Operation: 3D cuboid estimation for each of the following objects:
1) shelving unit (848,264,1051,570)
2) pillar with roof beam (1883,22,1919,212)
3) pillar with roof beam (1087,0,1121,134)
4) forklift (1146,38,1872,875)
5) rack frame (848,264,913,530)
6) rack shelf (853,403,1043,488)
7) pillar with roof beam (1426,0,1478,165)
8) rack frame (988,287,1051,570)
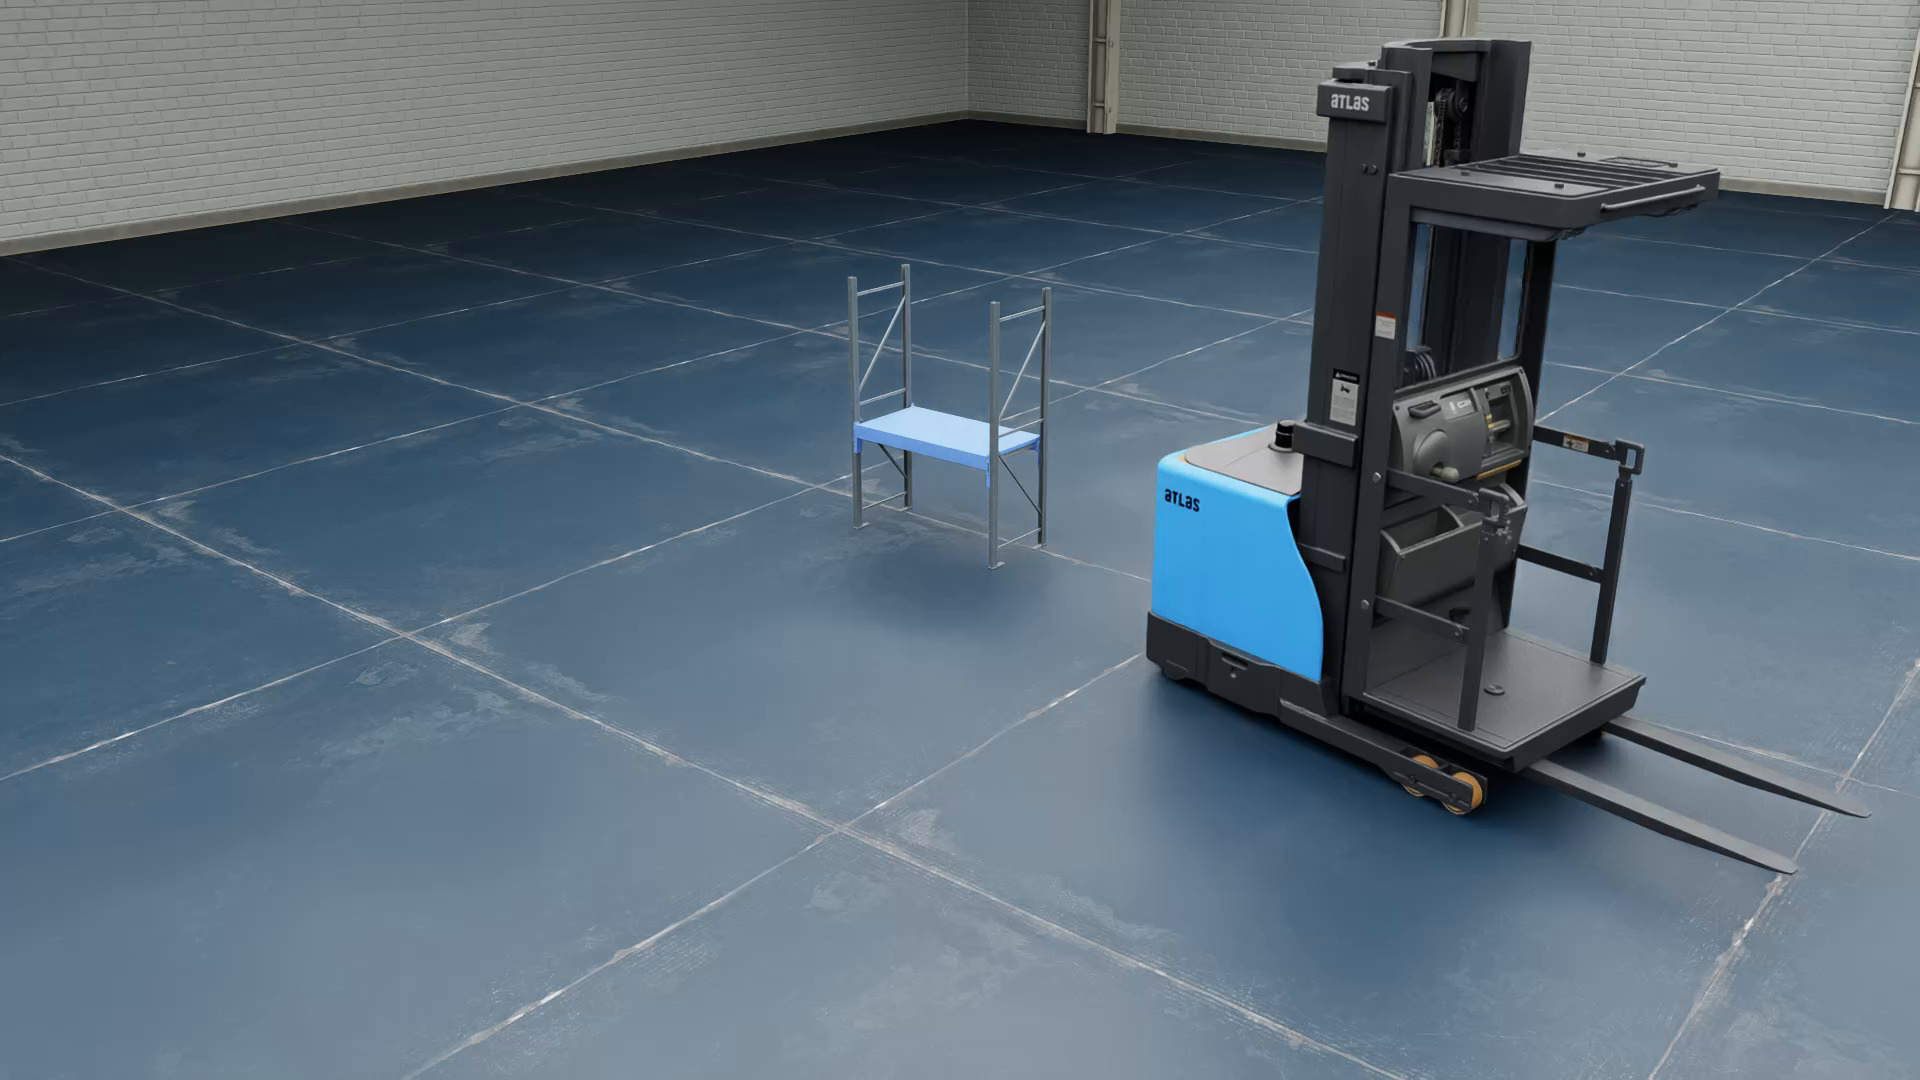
[{"bbox_3d":[-0.066,-0.721,9.454,1.048,1.500,0.538,16,26,36],"label":"shelving unit"},{"bbox_3d":[8.927,-7.126,15.812,0.400,9.000,9.100,16,26,36],"label":"pillar with roof beam"},{"bbox_3d":[-0.370,-9.804,22.912,0.400,9.000,9.100,16,26,36],"label":"pillar with roof beam"},{"bbox_3d":[2.227,-0.462,6.740,1.130,2.935,3.031,-17,26,-37],"label":"forklift"},{"bbox_3d":[-0.460,-0.834,9.755,0.032,1.500,0.500,16,26,36],"label":"rack frame"},{"bbox_3d":[-0.066,-0.552,9.517,1.000,0.185,0.538,16,26,36],"label":"rack shelf"},{"bbox_3d":[4.278,-8.465,19.362,0.400,9.000,9.100,16,26,36],"label":"pillar with roof beam"},{"bbox_3d":[0.328,-0.607,9.153,0.032,1.500,0.500,16,26,36],"label":"rack frame"}]
